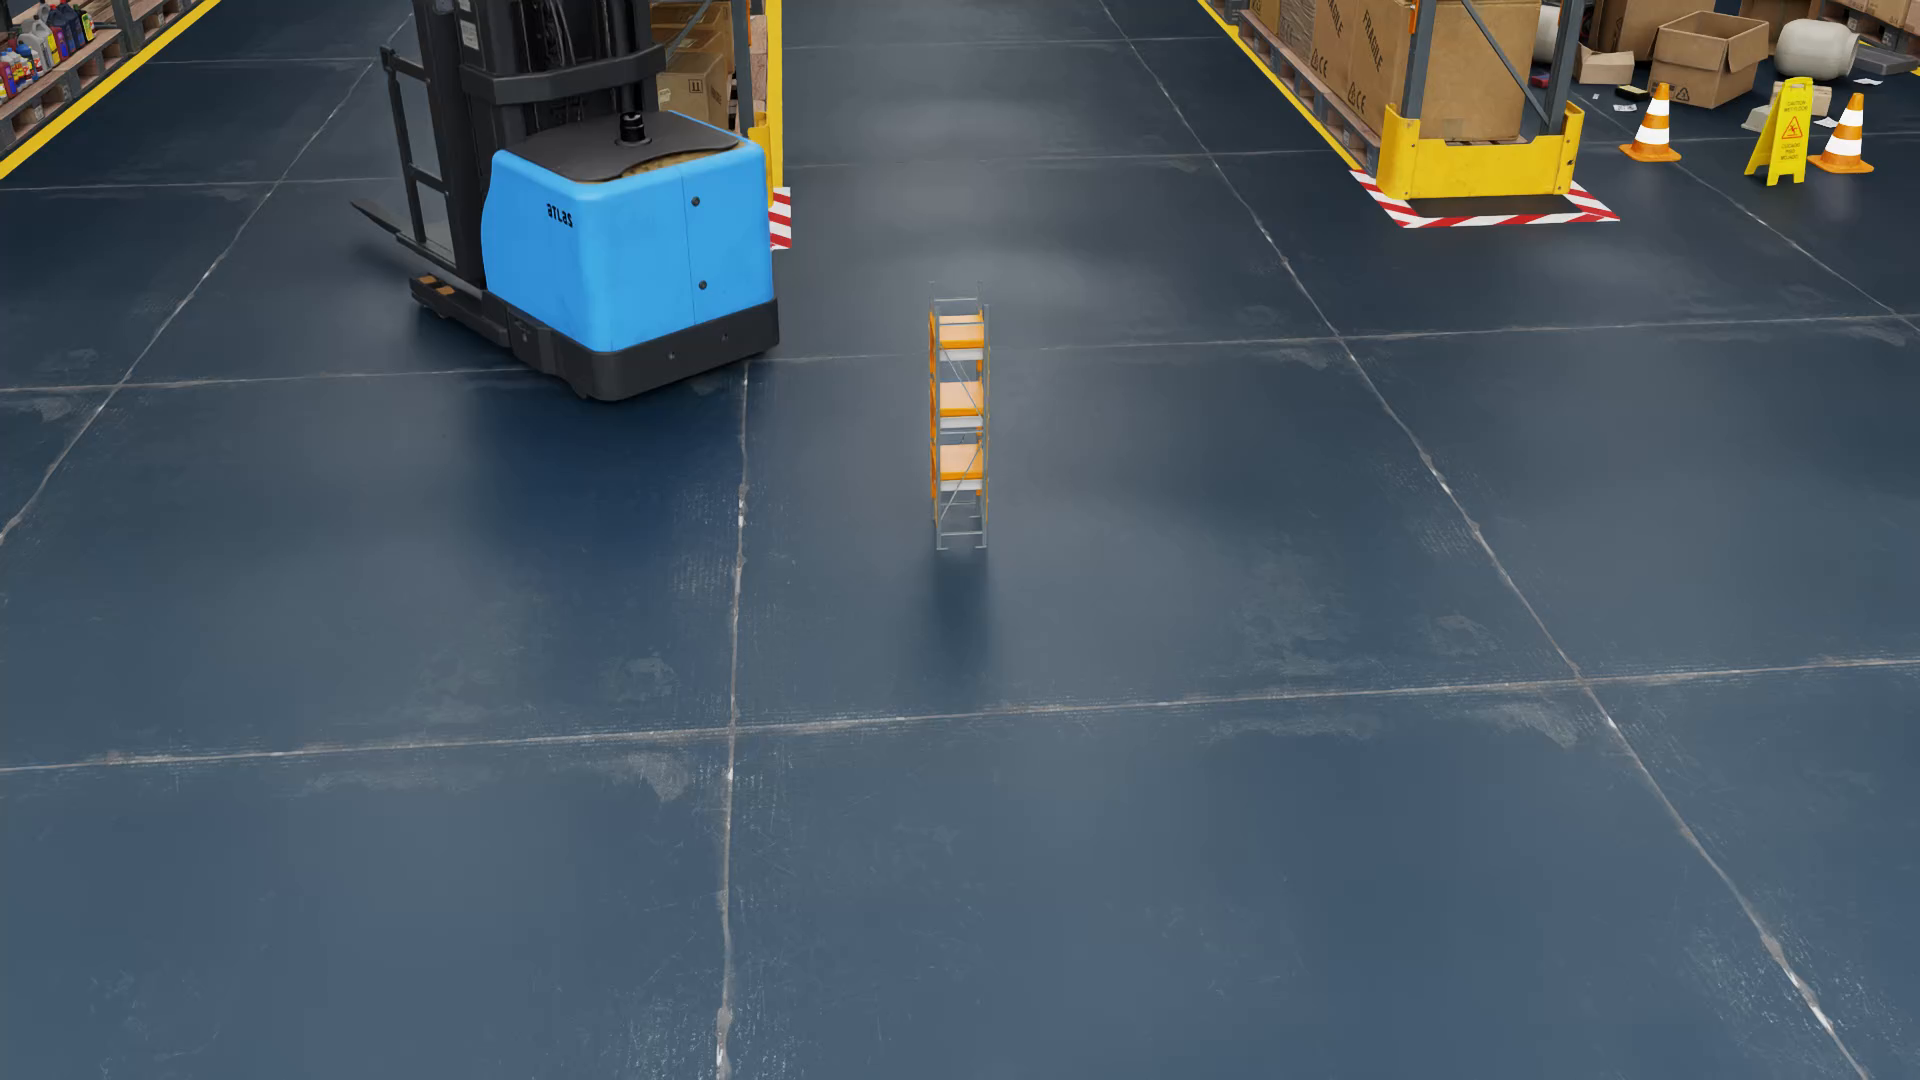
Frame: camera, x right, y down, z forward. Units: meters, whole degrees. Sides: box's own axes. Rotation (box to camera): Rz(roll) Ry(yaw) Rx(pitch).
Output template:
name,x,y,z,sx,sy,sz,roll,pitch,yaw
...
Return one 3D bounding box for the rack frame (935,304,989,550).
name,x,y,z,sx,sy,sz,roll,pitch,yaw
rack frame,0.006,-0.416,6.422,0.200,1.050,0.008,-3,31,-5

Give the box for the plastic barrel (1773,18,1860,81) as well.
name,x,y,z,sx,sy,sz,roll,pitch,yaw
plastic barrel,6.436,-3.680,12.499,0.512,0.421,0.421,20,36,29

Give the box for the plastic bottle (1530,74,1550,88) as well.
name,x,y,z,sx,sy,sz,roll,pitch,yaw
plastic bottle,4.429,-3.445,12.458,0.283,0.061,0.133,-14,33,-22

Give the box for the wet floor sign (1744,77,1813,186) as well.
name,x,y,z,sx,sy,sz,roll,pitch,yaw
wet floor sign,5.192,-2.585,10.448,0.267,0.644,0.232,-8,32,-13

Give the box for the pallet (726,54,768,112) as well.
name,x,y,z,sx,sy,sz,roll,pitch,yaw
pallet,-1.889,-3.209,11.917,1.003,0.211,1.213,-3,31,-5

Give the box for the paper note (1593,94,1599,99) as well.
name,x,y,z,sx,sy,sz,roll,pitch,yaw
paper note,4.659,-3.250,12.181,0.032,0.001,0.123,13,33,21

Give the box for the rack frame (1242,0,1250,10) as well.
name,x,y,z,sx,sy,sz,roll,pitch,yaw
rack frame,2.844,-5.558,13.130,1.000,3.000,0.127,-3,31,-5

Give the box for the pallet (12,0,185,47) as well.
name,x,y,z,sx,sy,sz,roll,pitch,yaw
pallet,-7.147,-4.336,13.804,1.003,0.211,1.213,-3,31,-5

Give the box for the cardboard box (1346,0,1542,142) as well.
name,x,y,z,sx,sy,sz,roll,pitch,yaw
cardboard box,3.089,-3.127,10.722,0.875,0.875,0.875,-3,31,-4

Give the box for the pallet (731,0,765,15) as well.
name,x,y,z,sx,sy,sz,roll,pitch,yaw
pallet,-2.178,-4.572,14.199,1.003,0.211,1.213,-3,31,-5

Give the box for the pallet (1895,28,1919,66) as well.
name,x,y,z,sx,sy,sz,roll,pitch,yaw
pallet,7.978,-3.684,12.712,1.003,0.211,1.213,-3,31,-5

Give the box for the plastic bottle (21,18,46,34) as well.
name,x,y,z,sx,sy,sz,roll,pitch,yaw
plastic bottle,-6.815,-3.721,12.282,0.152,0.276,0.135,-3,31,-5

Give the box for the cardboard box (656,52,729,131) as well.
name,x,y,z,sx,sy,sz,roll,pitch,yaw
cardboard box,-1.772,-2.756,10.468,0.500,0.500,0.500,3,31,5

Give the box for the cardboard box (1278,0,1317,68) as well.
name,x,y,z,sx,sy,sz,roll,pitch,yaw
cardboard box,2.921,-4.041,12.253,0.875,0.875,0.875,-3,31,-4

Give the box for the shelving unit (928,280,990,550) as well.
name,x,y,z,sx,sy,sz,roll,pitch,yaw
shelving unit,-0.005,-0.478,6.527,0.215,1.050,0.252,-3,31,-5

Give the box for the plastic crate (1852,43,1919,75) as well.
name,x,y,z,sx,sy,sz,roll,pitch,yaw
plastic crate,7.093,-3.752,12.954,0.402,0.080,0.583,-14,33,-22

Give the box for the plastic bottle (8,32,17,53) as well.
name,x,y,z,sx,sy,sz,roll,pitch,yaw
plastic bottle,-6.735,-3.491,11.889,0.061,0.283,0.133,-3,31,-5

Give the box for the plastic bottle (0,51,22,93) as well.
name,x,y,z,sx,sy,sz,roll,pitch,yaw
plastic bottle,-6.553,-3.225,11.456,0.097,0.271,0.097,0,31,0

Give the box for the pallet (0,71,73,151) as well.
name,x,y,z,sx,sy,sz,roll,pitch,yaw
pallet,-6.897,-2.968,11.513,1.003,0.211,1.213,-3,31,-5

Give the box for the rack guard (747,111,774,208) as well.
name,x,y,z,sx,sy,sz,roll,pitch,yaw
rack guard,-1.737,-2.295,10.105,1.175,0.500,0.348,-3,31,-5

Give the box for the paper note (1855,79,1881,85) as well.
name,x,y,z,sx,sy,sz,roll,pitch,yaw
paper note,6.828,-3.451,12.497,0.142,0.019,0.148,-14,33,-22

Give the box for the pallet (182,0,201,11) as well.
name,x,y,z,sx,sy,sz,roll,pitch,yaw
pallet,-7.264,-4.961,14.849,1.003,0.211,1.213,-3,31,-5

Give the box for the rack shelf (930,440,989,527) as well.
name,x,y,z,sx,sy,sz,roll,pitch,yaw
rack shelf,-0.005,-0.230,6.674,0.215,0.259,0.240,-3,31,-5

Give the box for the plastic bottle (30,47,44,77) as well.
name,x,y,z,sx,sy,sz,roll,pitch,yaw
plastic bottle,-6.590,-3.402,11.820,0.097,0.201,0.097,0,31,0

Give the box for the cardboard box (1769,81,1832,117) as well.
name,x,y,z,sx,sy,sz,roll,pitch,yaw
cardboard box,6.003,-3.153,11.883,0.380,0.149,0.250,13,33,21

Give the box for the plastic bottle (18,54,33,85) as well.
name,x,y,z,sx,sy,sz,roll,pitch,yaw
plastic bottle,-6.571,-3.297,11.645,0.097,0.201,0.097,0,31,0

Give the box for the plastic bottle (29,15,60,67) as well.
name,x,y,z,sx,sy,sz,roll,pitch,yaw
plastic bottle,-6.640,-3.608,12.020,0.144,0.351,0.185,-3,31,-5

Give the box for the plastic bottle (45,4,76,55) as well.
name,x,y,z,sx,sy,sz,roll,pitch,yaw
plastic bottle,-6.670,-3.773,12.296,0.144,0.351,0.185,-4,31,-7

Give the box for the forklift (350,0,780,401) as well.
name,x,y,z,sx,sy,sz,roll,pitch,yaw
forklift,-2.258,-2.571,8.196,1.130,2.935,3.031,-25,39,-35

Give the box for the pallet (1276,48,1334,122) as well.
name,x,y,z,sx,sy,sz,roll,pitch,yaw
pallet,2.954,-3.344,12.143,1.003,0.211,1.213,-3,31,-5

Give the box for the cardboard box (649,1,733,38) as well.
name,x,y,z,sx,sy,sz,roll,pitch,yaw
cardboard box,-2.045,-3.981,12.517,0.500,0.500,0.500,7,32,11

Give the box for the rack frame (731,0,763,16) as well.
name,x,y,z,sx,sy,sz,roll,pitch,yaw
rack frame,-2.104,-5.372,12.818,1.000,3.000,0.127,-3,31,-5

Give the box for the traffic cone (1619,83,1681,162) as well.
name,x,y,z,sx,sy,sz,roll,pitch,yaw
traffic cone,4.582,-2.766,10.929,0.336,0.463,0.334,-3,31,-5

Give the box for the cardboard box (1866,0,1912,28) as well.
name,x,y,z,sx,sy,sz,roll,pitch,yaw
cardboard box,7.610,-4.260,13.229,0.500,0.250,0.500,-1,31,-2

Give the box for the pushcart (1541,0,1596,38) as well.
name,x,y,z,sx,sy,sz,roll,pitch,yaw
pushcart,5.498,-4.586,14.060,1.648,0.377,0.936,-14,33,-22

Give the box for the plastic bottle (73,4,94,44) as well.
name,x,y,z,sx,sy,sz,roll,pitch,yaw
plastic bottle,-6.662,-3.927,12.620,0.061,0.283,0.133,-1,31,-2

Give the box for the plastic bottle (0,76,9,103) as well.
name,x,y,z,sx,sy,sz,roll,pitch,yaw
plastic bottle,-6.530,-3.073,11.270,0.097,0.201,0.097,0,31,0

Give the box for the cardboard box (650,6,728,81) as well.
name,x,y,z,sx,sy,sz,roll,pitch,yaw
cardboard box,-1.901,-3.380,11.512,0.500,0.500,0.500,0,31,0

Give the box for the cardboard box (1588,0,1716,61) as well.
name,x,y,z,sx,sy,sz,roll,pitch,yaw
cardboard box,5.356,-4.043,12.896,0.797,0.637,0.503,-3,31,-5

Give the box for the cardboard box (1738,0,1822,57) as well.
name,x,y,z,sx,sy,sz,roll,pitch,yaw
cardboard box,6.508,-4.162,13.228,0.500,0.500,0.500,20,36,29

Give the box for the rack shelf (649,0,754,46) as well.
name,x,y,z,sx,sy,sz,roll,pitch,yaw
rack shelf,-1.917,-4.042,11.293,1.077,0.370,4.000,-3,31,-5
